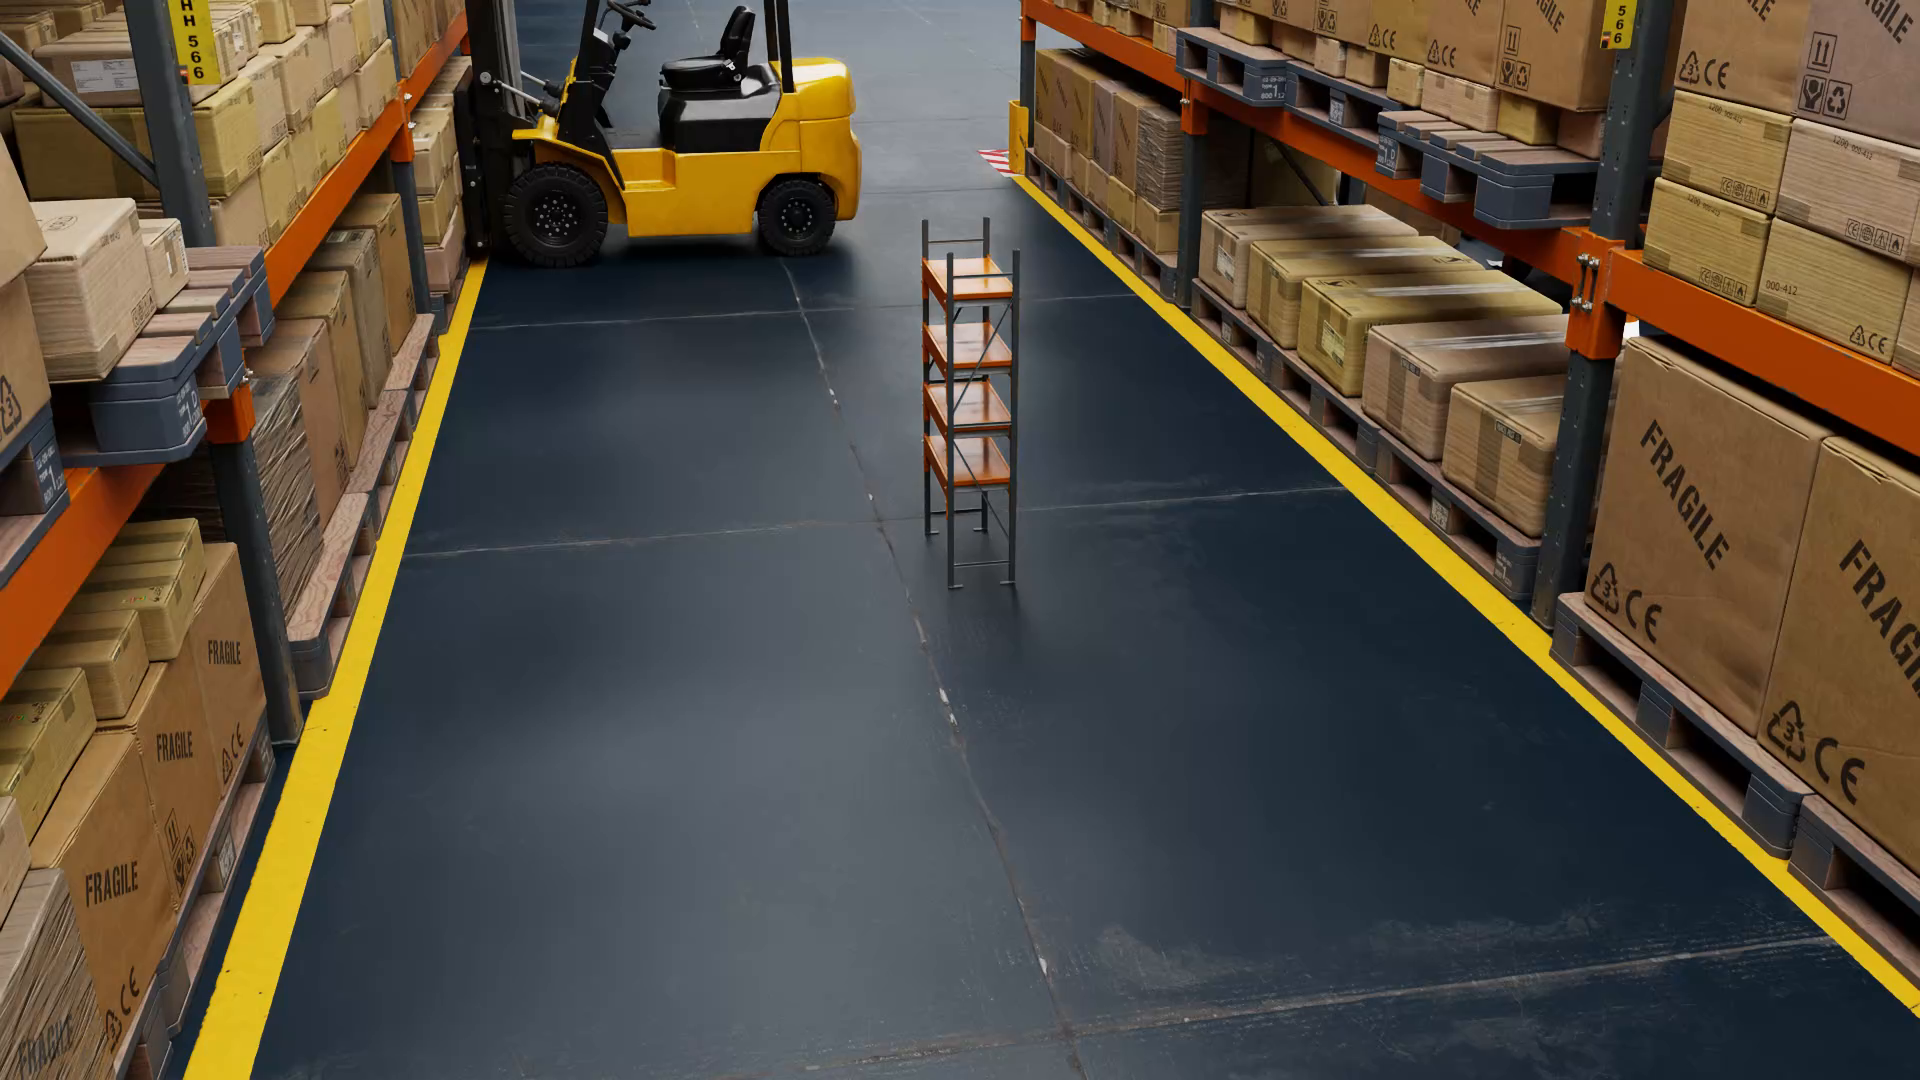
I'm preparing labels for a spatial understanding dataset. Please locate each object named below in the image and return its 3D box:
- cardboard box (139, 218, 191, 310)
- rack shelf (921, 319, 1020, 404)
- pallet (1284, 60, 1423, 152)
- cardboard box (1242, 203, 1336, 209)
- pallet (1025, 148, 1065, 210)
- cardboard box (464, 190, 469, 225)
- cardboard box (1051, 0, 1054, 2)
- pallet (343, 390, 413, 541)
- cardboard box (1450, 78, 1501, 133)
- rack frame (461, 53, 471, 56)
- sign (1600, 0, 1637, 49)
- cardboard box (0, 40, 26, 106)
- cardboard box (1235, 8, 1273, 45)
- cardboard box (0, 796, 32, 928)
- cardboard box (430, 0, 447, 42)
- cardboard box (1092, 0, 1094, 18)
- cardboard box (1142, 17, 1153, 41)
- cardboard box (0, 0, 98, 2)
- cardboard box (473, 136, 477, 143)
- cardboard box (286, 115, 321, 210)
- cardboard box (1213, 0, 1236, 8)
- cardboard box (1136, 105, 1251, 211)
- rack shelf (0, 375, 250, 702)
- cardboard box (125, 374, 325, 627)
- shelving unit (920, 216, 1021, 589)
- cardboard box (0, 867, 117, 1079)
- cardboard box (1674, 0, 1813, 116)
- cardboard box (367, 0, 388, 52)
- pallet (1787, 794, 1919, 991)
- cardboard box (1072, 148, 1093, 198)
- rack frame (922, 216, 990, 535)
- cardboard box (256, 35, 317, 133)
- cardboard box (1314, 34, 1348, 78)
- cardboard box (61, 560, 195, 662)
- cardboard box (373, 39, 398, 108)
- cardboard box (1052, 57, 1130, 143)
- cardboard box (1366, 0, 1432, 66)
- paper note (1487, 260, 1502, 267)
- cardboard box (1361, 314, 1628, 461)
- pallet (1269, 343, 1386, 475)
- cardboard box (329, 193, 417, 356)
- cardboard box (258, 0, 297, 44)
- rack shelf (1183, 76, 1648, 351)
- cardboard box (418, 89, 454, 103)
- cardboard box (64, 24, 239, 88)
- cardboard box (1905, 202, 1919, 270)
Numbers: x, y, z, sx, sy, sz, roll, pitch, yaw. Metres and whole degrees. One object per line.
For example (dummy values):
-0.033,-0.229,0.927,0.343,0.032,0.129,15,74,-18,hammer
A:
-1.943,-0.604,3.675,0.380,0.149,0.250,-4,24,-9,cardboard box
0.031,-0.628,5.798,0.258,0.148,0.480,-4,24,-10,rack shelf
2.030,-1.813,6.894,1.003,0.211,1.213,-4,24,-10,pallet
1.853,-1.883,9.725,0.500,0.250,0.500,-5,24,-12,cardboard box
1.087,-2.642,12.036,1.003,0.211,1.213,-4,24,-10,pallet
-3.239,-2.078,10.171,0.500,0.250,0.500,-4,24,-8,cardboard box
0.846,-3.800,11.516,0.380,0.149,0.250,-5,24,-11,cardboard box
-2.777,-0.284,6.638,1.003,0.211,1.213,-4,24,-10,pallet
1.933,-1.510,5.750,0.380,0.149,0.250,-5,24,-10,cardboard box
-3.920,-3.903,11.440,1.000,3.000,0.127,-4,24,-10,rack frame
1.905,-1.576,4.763,0.100,0.325,0.005,-4,24,-10,sign
-2.700,-1.213,4.344,0.380,0.149,0.250,-4,24,-8,cardboard box
1.526,-2.437,7.870,0.380,0.149,0.250,-4,24,-9,cardboard box
-1.883,0.598,2.921,0.380,0.149,0.250,-5,24,-12,cardboard box
-3.286,-3.172,9.640,0.500,0.500,0.500,-4,24,-9,cardboard box
1.057,-3.392,10.582,0.380,0.149,0.250,-5,24,-11,cardboard box
1.281,-2.993,9.668,0.380,0.149,0.250,-5,24,-10,cardboard box
-3.060,-1.706,5.473,0.380,0.149,0.250,-5,24,-11,cardboard box
-3.325,-2.497,10.506,0.500,0.250,0.500,-5,24,-11,cardboard box
-2.473,-1.281,5.623,0.500,0.250,0.500,-5,24,-11,cardboard box
1.502,-2.868,8.048,0.500,0.500,0.500,-4,24,-8,cardboard box
1.324,-2.188,9.485,0.500,0.500,0.500,-5,24,-10,cardboard box
-2.071,0.360,2.578,1.077,0.370,4.000,-4,24,-10,rack shelf
-2.543,-0.107,5.190,0.875,0.625,0.625,-4,24,-8,cardboard box
0.031,-0.485,5.861,0.258,1.200,0.503,-4,24,-10,shelving unit
-1.856,0.953,2.919,0.500,0.500,0.500,-5,24,-12,cardboard box
2.287,-1.418,4.374,0.500,0.500,0.500,-5,24,-12,cardboard box
-2.839,-2.316,7.368,0.500,0.250,0.500,-5,24,-11,cardboard box
2.730,0.947,3.818,1.003,0.211,1.213,-4,24,-10,pallet
1.035,-2.452,11.027,0.500,0.250,0.500,-3,24,-6,cardboard box
-0.014,-0.581,6.081,0.240,1.200,0.015,-4,24,-10,rack frame
-2.453,-1.514,5.532,0.500,0.250,0.500,-5,24,-11,cardboard box
1.702,-2.021,6.918,0.380,0.149,0.250,-3,24,-8,cardboard box
-2.020,0.180,3.879,0.380,0.149,0.250,-6,24,-12,cardboard box
-2.830,-2.083,7.458,0.500,0.250,0.500,-4,24,-9,cardboard box
0.940,-2.996,11.336,0.500,0.500,0.500,-5,24,-12,cardboard box
1.878,-2.059,6.196,0.500,0.500,0.500,-6,24,-13,cardboard box
3.275,-1.673,10.043,0.148,0.019,0.142,-4,24,-10,paper note
2.197,-0.626,6.695,0.950,0.372,0.625,-5,24,-11,cardboard box
2.071,-0.634,7.438,1.003,0.211,1.213,-4,24,-10,pallet
-3.073,-1.230,7.761,0.875,0.625,0.625,-3,24,-7,cardboard box
-2.460,-1.754,5.583,0.380,0.149,0.250,-4,24,-9,cardboard box
2.067,-1.583,7.025,1.077,0.370,4.000,-4,24,-10,rack shelf
-3.239,-2.538,9.975,0.500,0.250,0.500,-5,24,-11,cardboard box
-2.261,-1.352,4.662,0.380,0.149,0.250,-4,24,-9,cardboard box
2.462,-0.668,3.595,0.500,0.250,0.500,-4,24,-10,cardboard box
